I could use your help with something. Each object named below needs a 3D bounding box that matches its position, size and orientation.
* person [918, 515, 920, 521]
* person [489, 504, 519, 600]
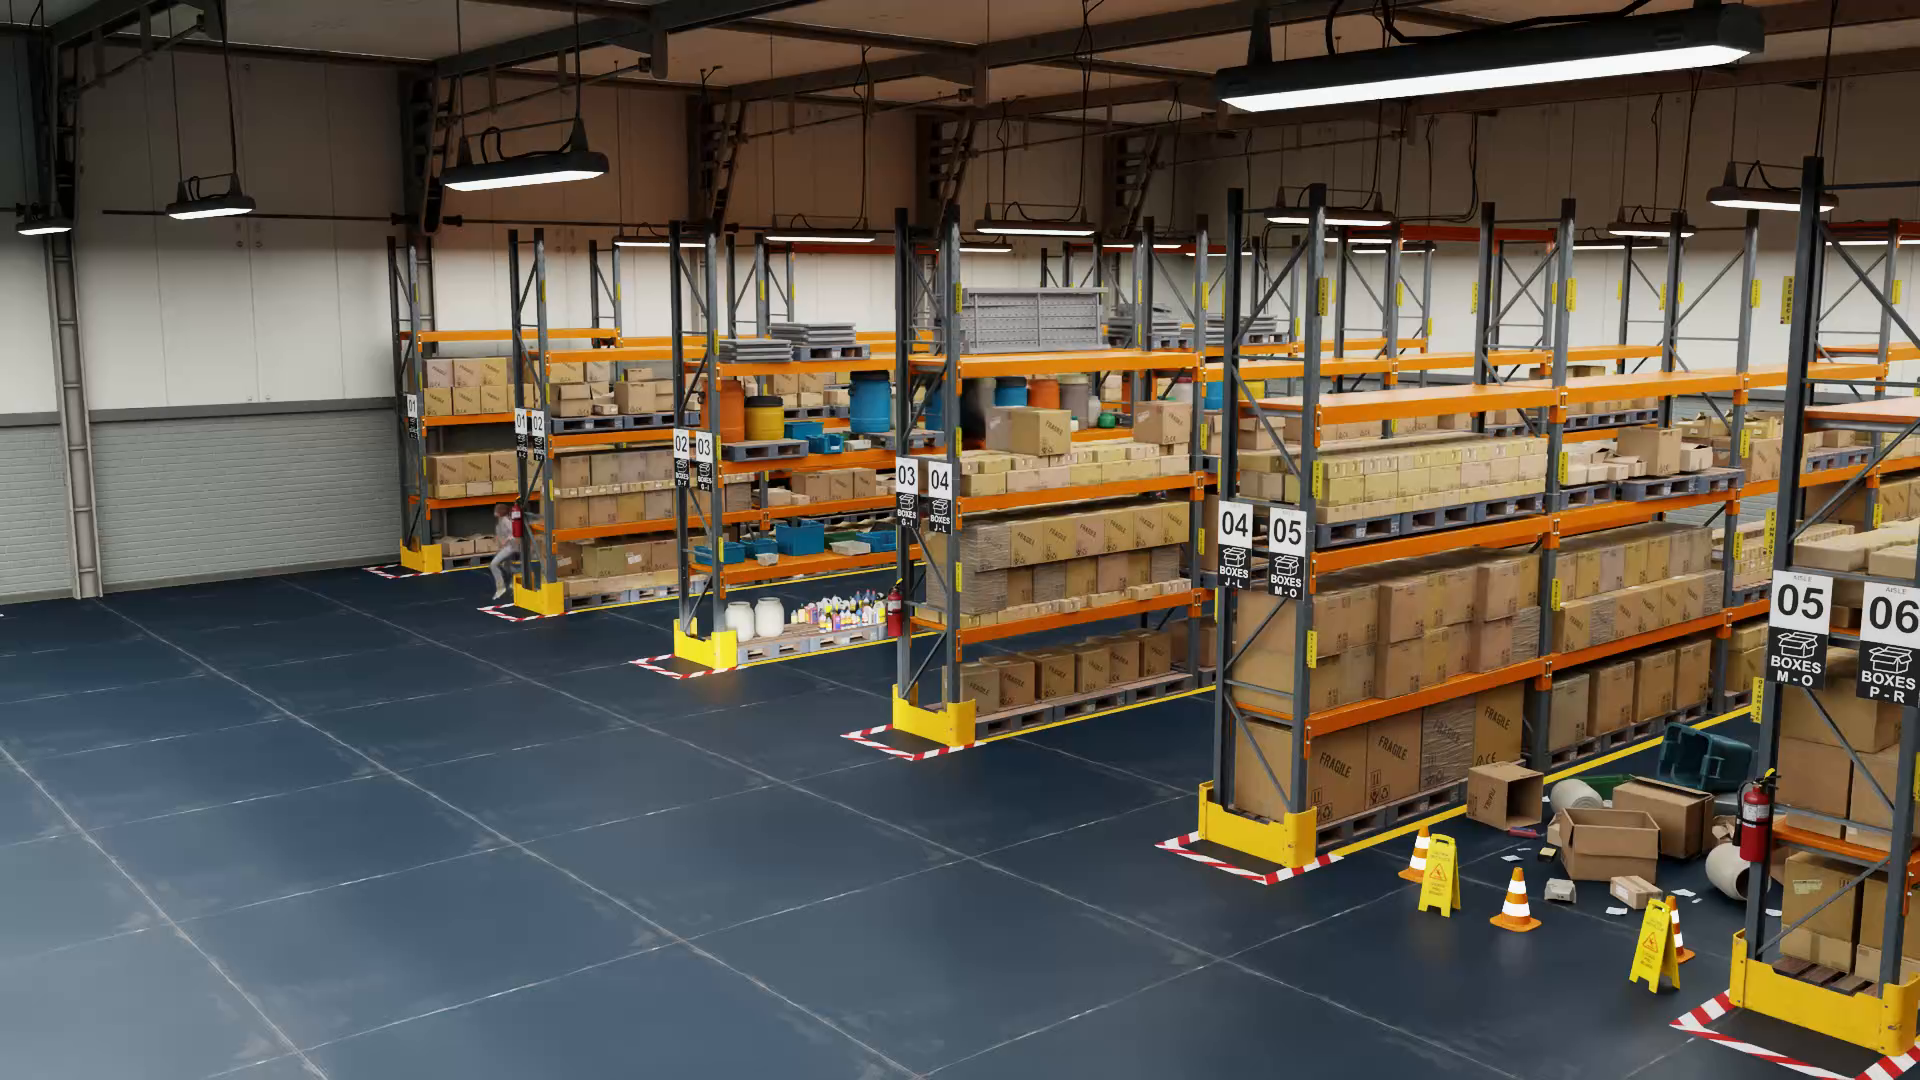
[{"bbox_3d":[-1.008,-0.885,34.256,0.554,1.617,0.569,-8,12,-42],"label":"person"},{"bbox_3d":[-7.541,0.161,27.687,0.642,1.575,0.752,-4,10,-25],"label":"person"}]
